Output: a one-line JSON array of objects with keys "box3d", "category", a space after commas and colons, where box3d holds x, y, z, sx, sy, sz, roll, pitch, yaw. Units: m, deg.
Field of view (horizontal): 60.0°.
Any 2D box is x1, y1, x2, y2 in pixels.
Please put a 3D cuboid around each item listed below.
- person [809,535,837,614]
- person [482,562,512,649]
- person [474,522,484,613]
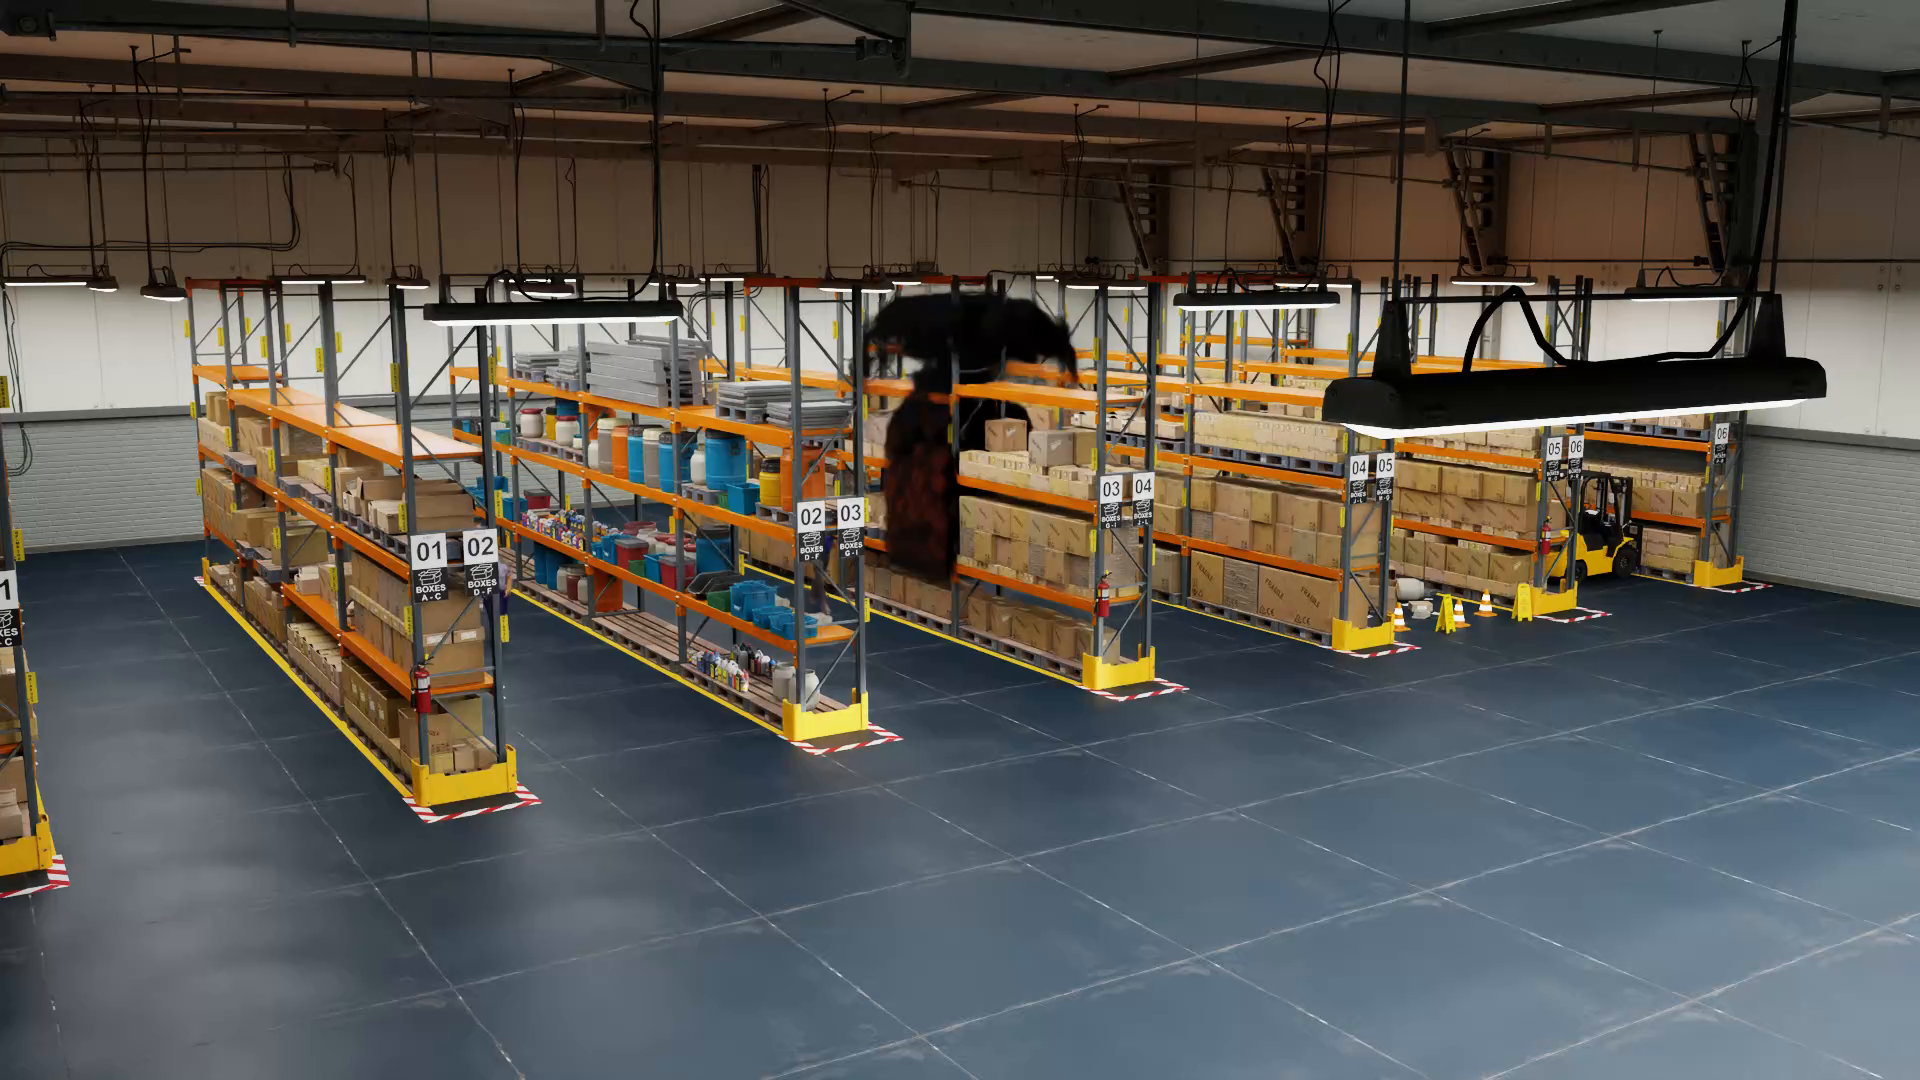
[{"box3d": [-2.429, 0.425, 29.098, 0.563, 1.635, 0.738, -9, 13, -43], "category": "person"}, {"box3d": [-7.716, 0.948, 27.552, 0.618, 1.629, 0.719, -6, 11, -30], "category": "person"}, {"box3d": [-8.756, 0.478, 30.348, 0.505, 1.643, 0.714, -6, 11, -34], "category": "person"}]
